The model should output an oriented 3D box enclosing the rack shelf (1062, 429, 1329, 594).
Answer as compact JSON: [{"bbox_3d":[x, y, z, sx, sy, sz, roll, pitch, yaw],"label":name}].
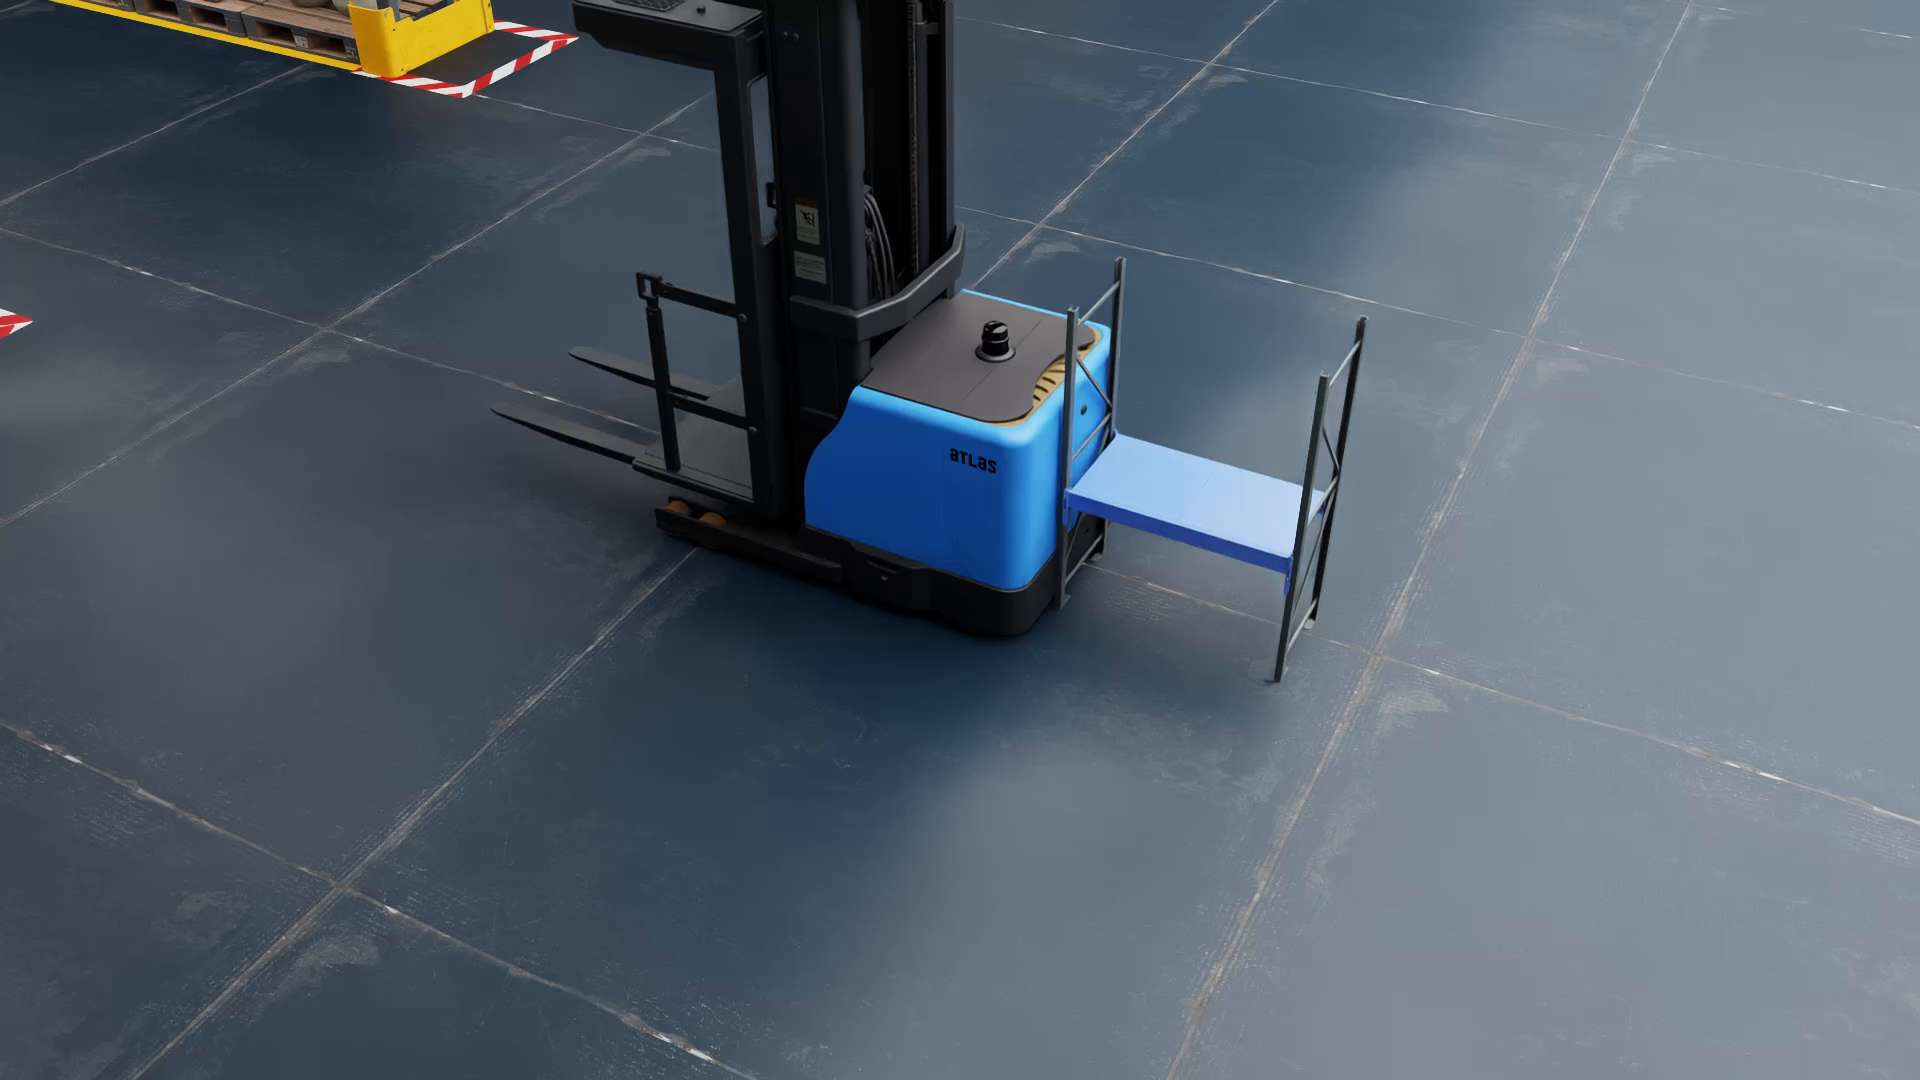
[{"bbox_3d":[0.994,-0.134,6.983,1.000,0.185,0.538,18,41,22],"label":"rack shelf"}]

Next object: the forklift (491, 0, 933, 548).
[{"bbox_3d":[-0.836,-1.393,7.161,3.031,2.935,1.121,18,41,22],"label":"forklift"}]

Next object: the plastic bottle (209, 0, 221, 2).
[{"bbox_3d":[-5.781,-4.278,12.855,0.097,0.201,0.097,0,37,0],"label":"plastic bottle"}]

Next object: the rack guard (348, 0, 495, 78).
[{"bbox_3d":[-4.038,-3.942,12.530,0.348,0.500,1.175,17,41,21],"label":"rack guard"}]

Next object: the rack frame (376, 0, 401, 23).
[{"bbox_3d":[-3.949,-4.942,11.779,0.127,3.000,1.000,17,41,21],"label":"rack frame"}]

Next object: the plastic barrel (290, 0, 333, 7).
[{"bbox_3d":[-5.013,-4.399,12.775,0.421,0.512,0.421,0,37,0],"label":"plastic barrel"}]

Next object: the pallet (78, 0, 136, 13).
[{"bbox_3d":[-6.923,-4.734,13.812,1.213,0.211,1.003,17,41,21],"label":"pallet"}]

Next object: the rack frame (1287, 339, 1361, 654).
[{"bbox_3d":[1.444,-0.133,6.685,0.013,1.308,0.475,18,41,22],"label":"rack frame"}]

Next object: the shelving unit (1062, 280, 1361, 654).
[{"bbox_3d":[0.994,-0.277,6.874,1.030,1.308,0.538,18,41,22],"label":"shelving unit"}]

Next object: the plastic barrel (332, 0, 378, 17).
[{"bbox_3d":[-4.568,-4.260,12.591,0.421,0.512,0.421,0,37,0],"label":"plastic barrel"}]

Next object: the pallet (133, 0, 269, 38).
[{"bbox_3d":[-5.836,-4.396,13.366,1.213,0.211,1.003,17,41,21],"label":"pallet"}]

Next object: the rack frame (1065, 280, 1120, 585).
[{"bbox_3d":[0.547,-0.423,7.066,0.013,1.308,0.475,18,41,22],"label":"rack frame"}]
